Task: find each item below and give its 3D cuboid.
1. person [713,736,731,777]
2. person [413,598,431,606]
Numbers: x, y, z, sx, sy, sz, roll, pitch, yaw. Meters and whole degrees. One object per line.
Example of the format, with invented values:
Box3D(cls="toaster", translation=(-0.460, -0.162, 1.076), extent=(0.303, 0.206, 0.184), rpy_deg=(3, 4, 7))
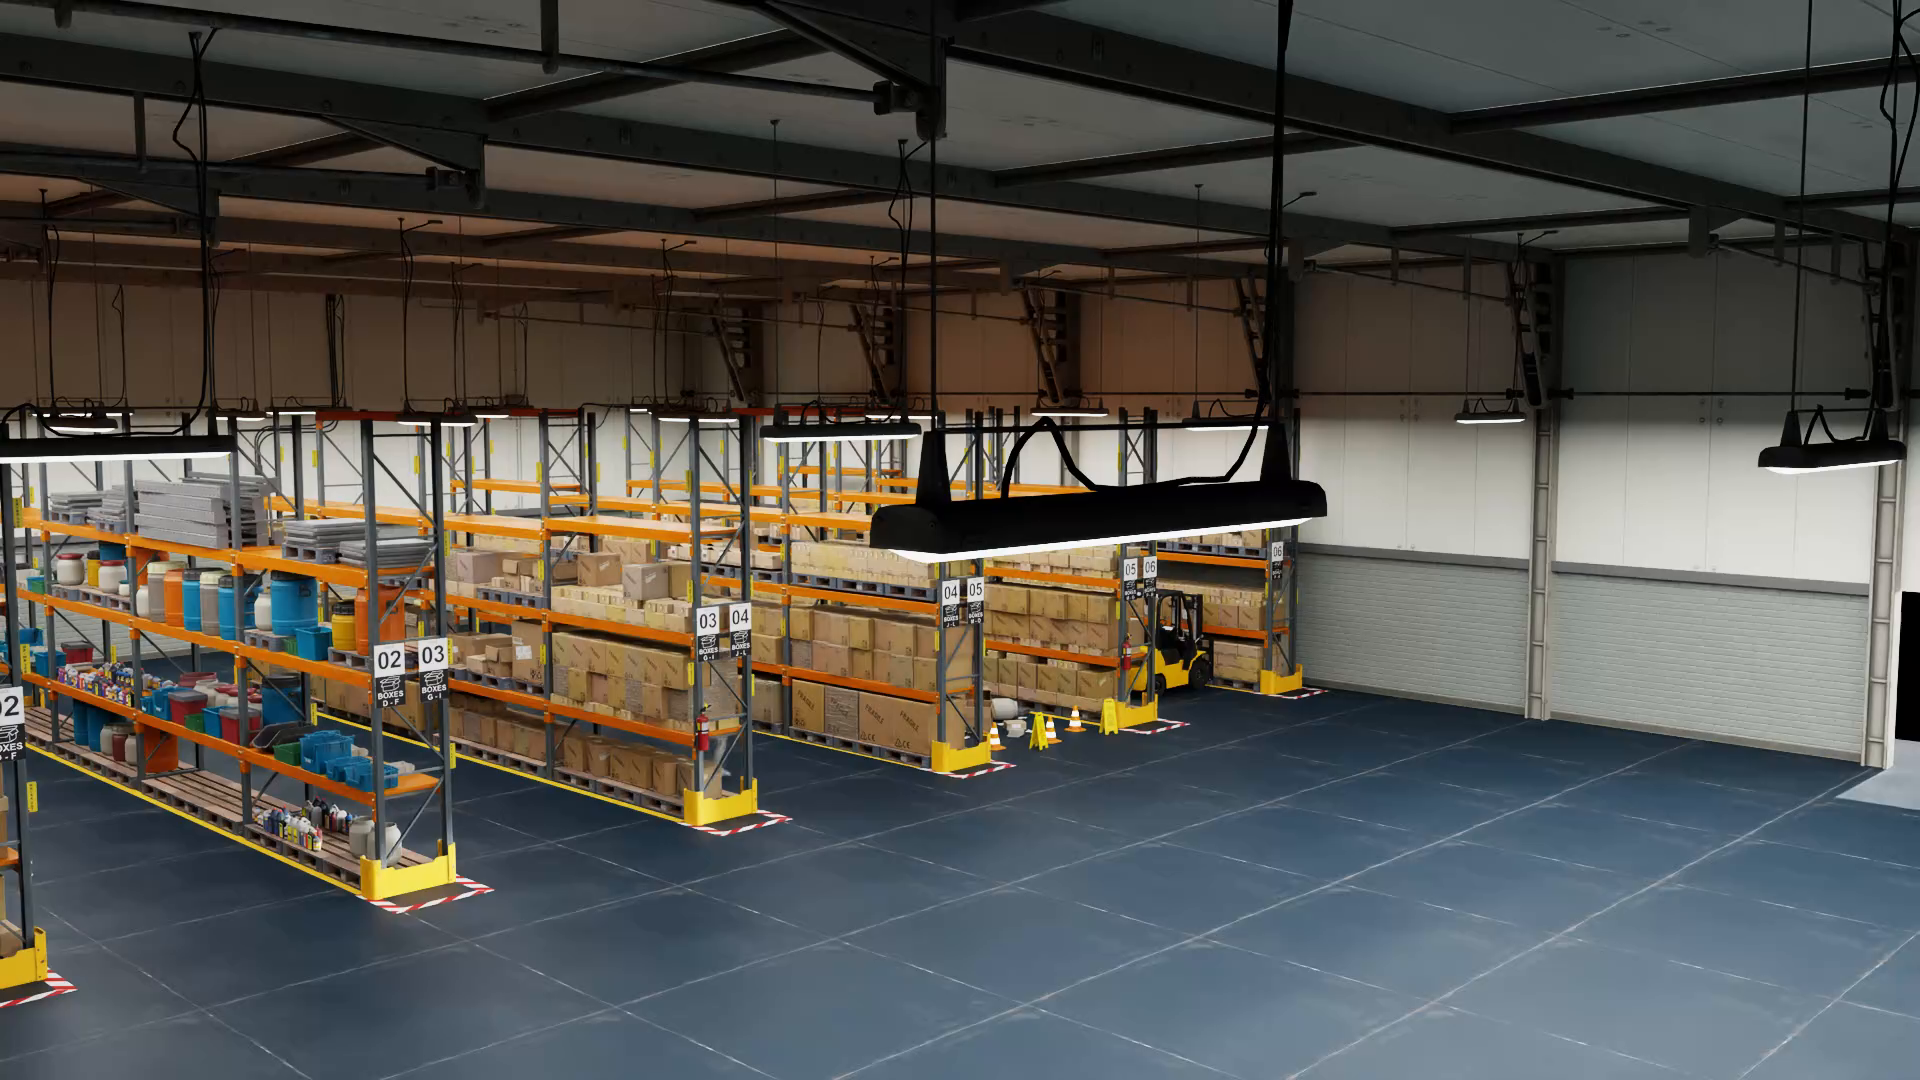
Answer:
Box3D(cls="person", translation=(-3.945, 3.053, 27.564), extent=(0.349, 1.702, 0.515), rpy_deg=(-2, 5, -22))
Box3D(cls="person", translation=(-12.821, 1.965, 39.751), extent=(0.456, 1.655, 0.636), rpy_deg=(0, 5, 6))
